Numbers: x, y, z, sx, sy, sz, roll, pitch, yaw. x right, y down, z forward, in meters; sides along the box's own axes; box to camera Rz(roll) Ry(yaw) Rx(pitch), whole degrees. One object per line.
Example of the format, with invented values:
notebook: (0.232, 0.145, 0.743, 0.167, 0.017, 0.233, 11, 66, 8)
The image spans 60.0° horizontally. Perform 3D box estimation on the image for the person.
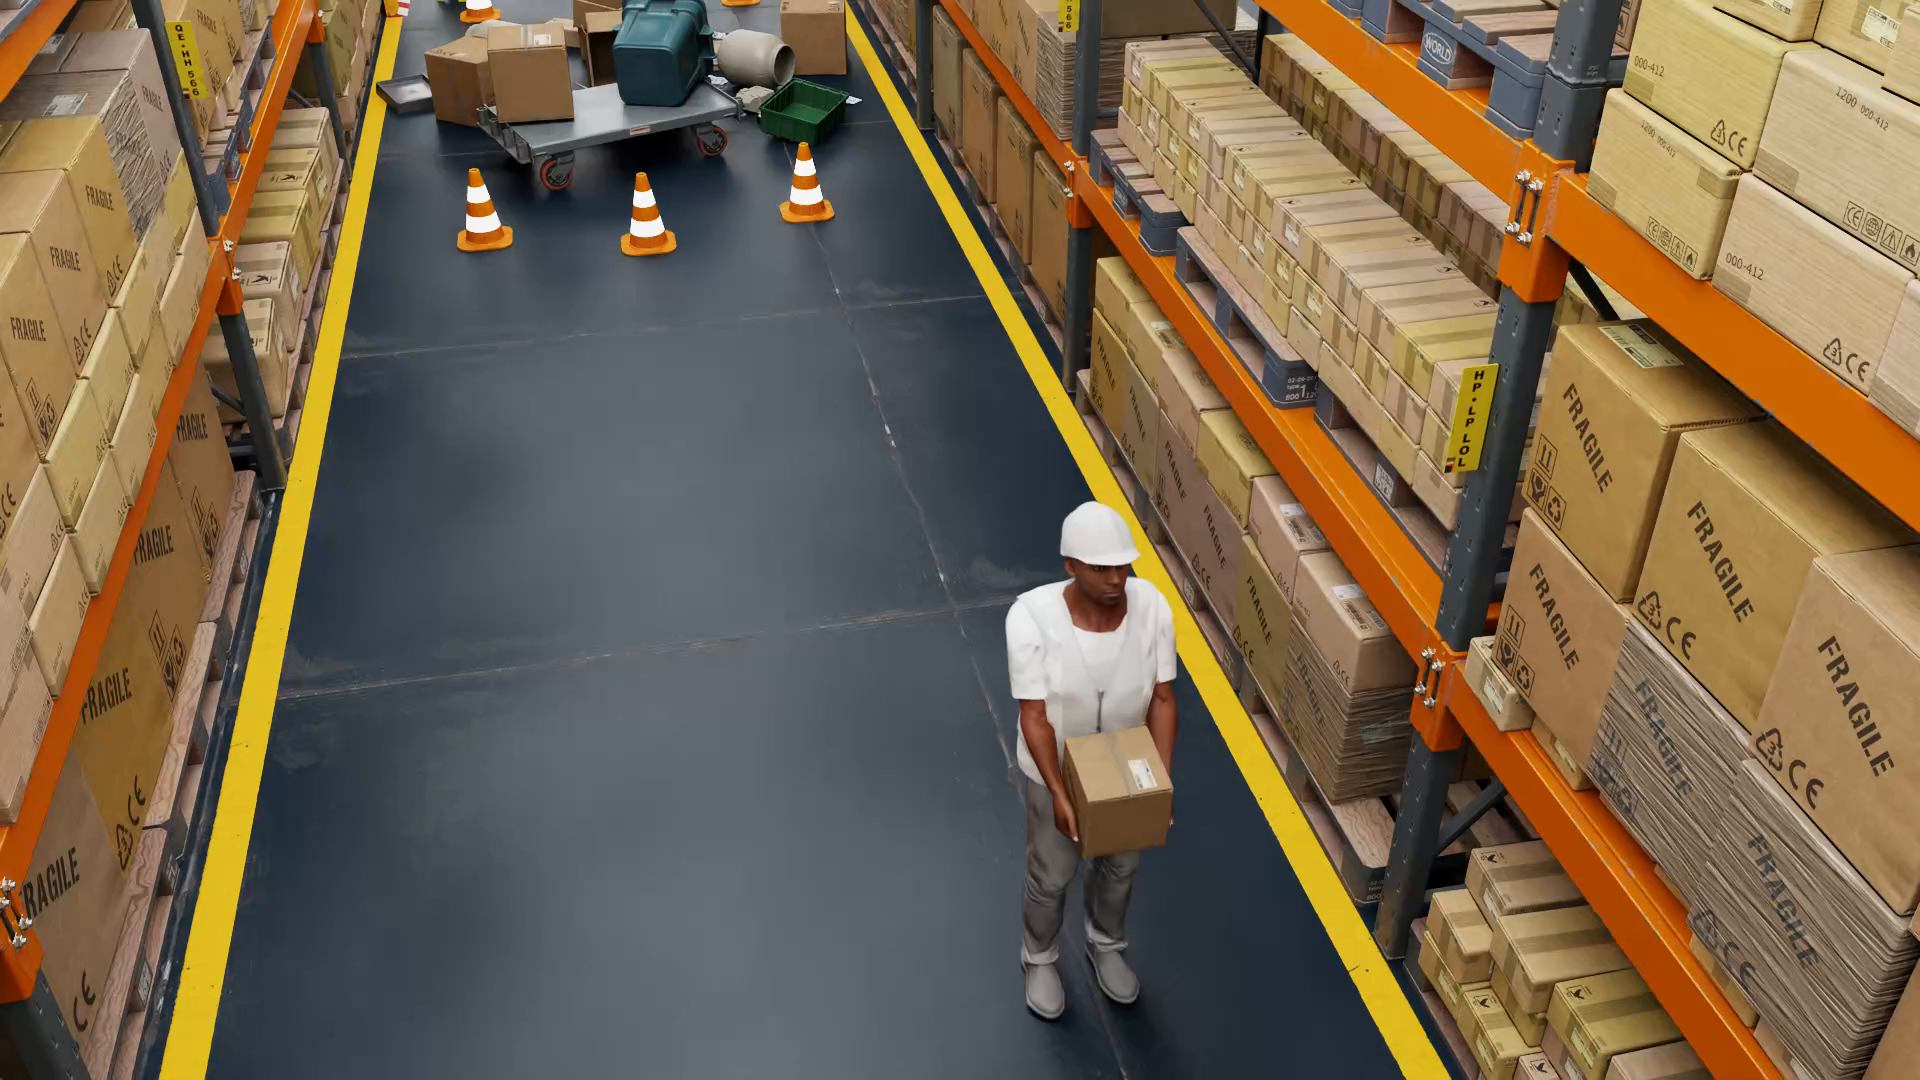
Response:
person: (0.416, 0.730, 5.044, 0.513, 1.769, 0.573, -7, 35, -11)
